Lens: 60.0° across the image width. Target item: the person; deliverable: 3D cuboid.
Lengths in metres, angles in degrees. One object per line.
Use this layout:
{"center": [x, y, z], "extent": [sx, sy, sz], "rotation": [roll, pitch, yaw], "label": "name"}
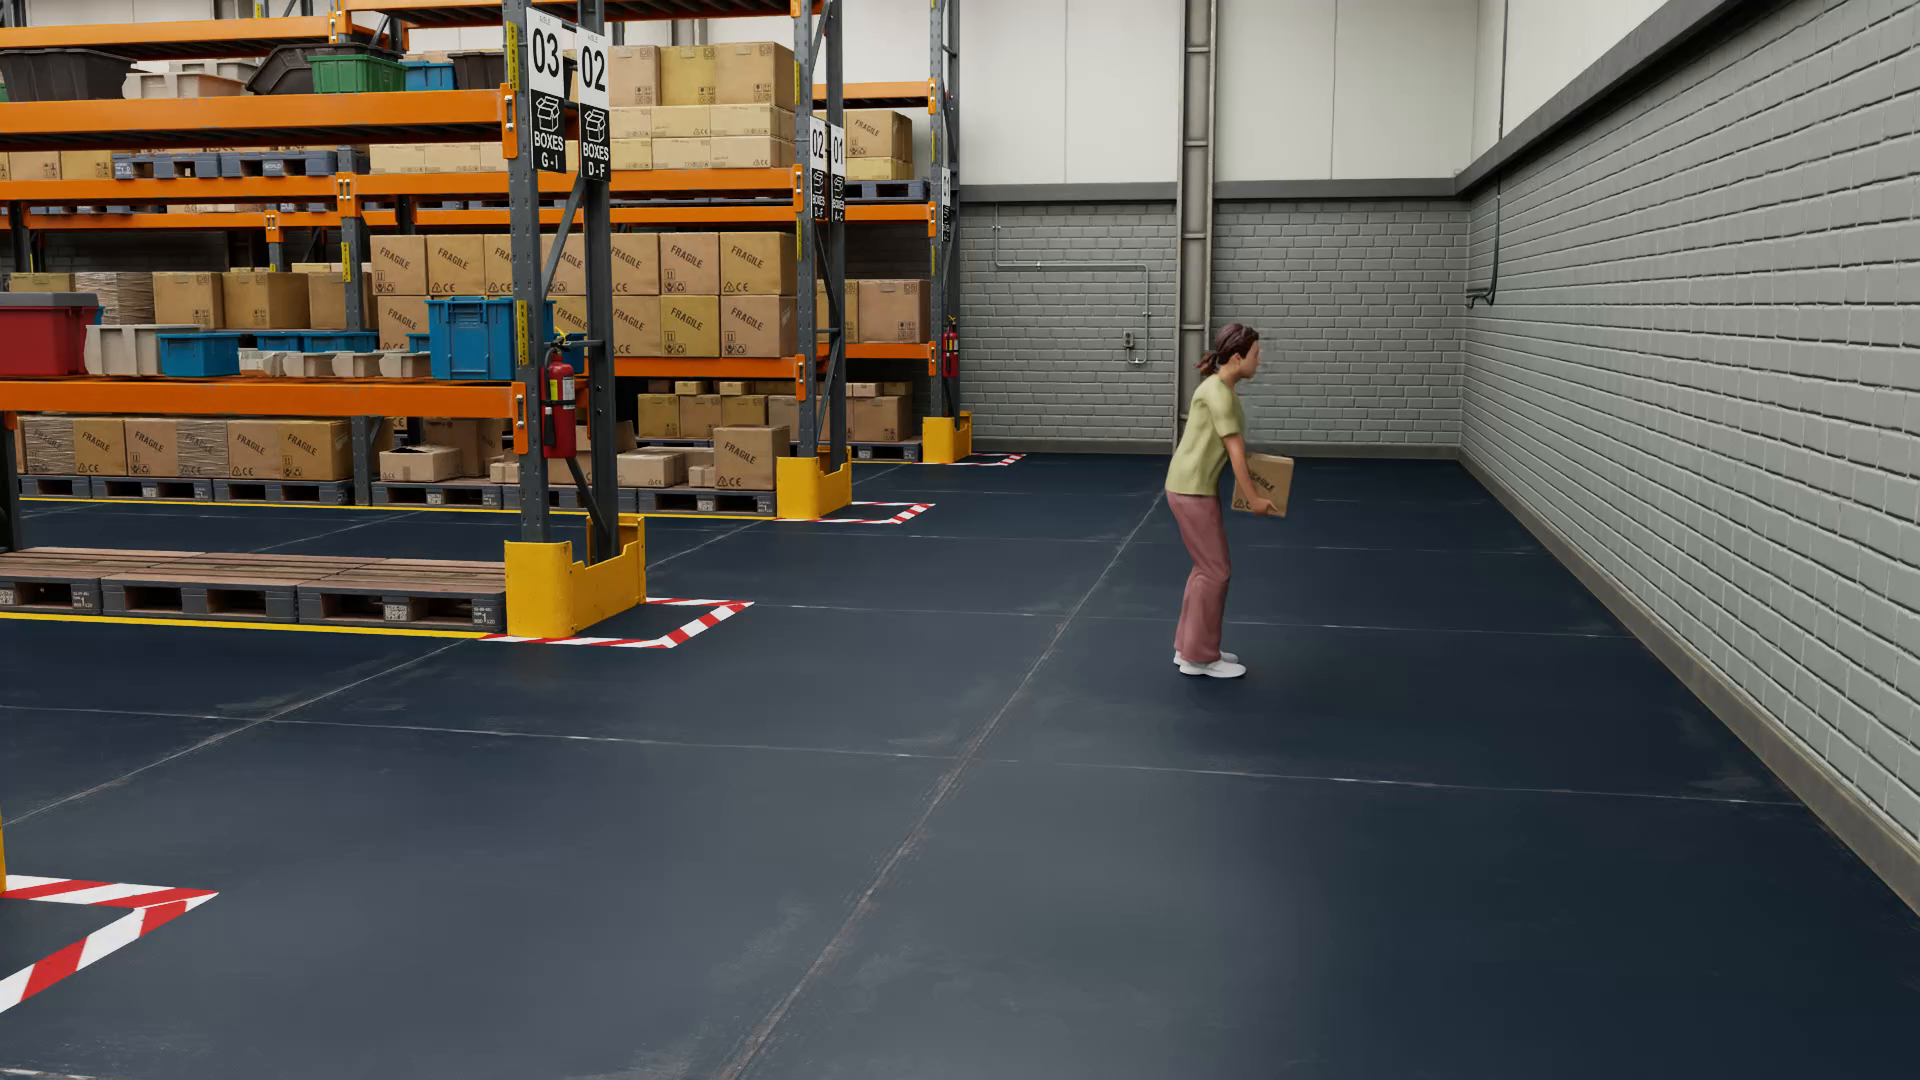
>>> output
{"center": [1.224, -0.189, 7.794], "extent": [0.522, 1.644, 0.408], "rotation": [1, 8, 10], "label": "person"}
